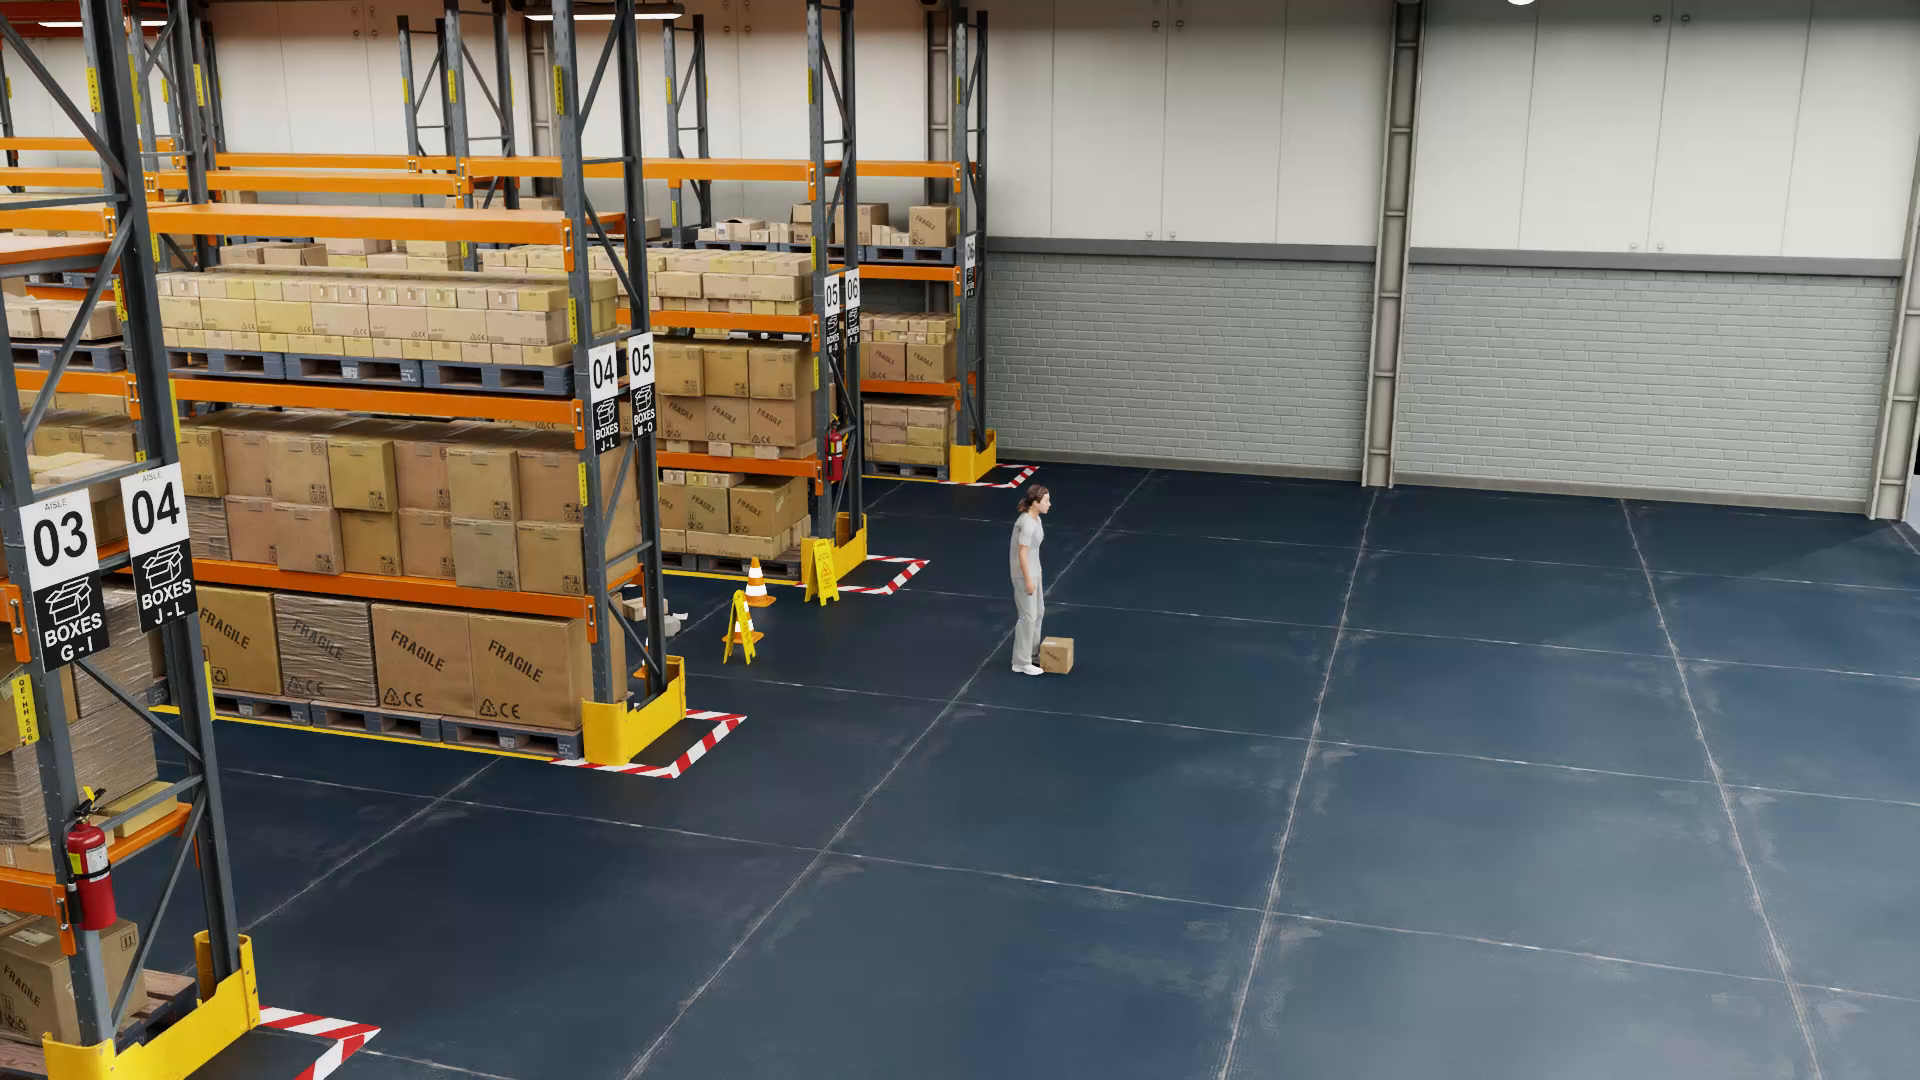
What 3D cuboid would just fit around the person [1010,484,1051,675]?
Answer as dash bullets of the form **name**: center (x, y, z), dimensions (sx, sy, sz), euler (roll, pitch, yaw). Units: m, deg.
- **person**: center (0.627, 0.327, 14.762), dimensions (0.361, 1.672, 0.514), euler (4, 16, 13)
